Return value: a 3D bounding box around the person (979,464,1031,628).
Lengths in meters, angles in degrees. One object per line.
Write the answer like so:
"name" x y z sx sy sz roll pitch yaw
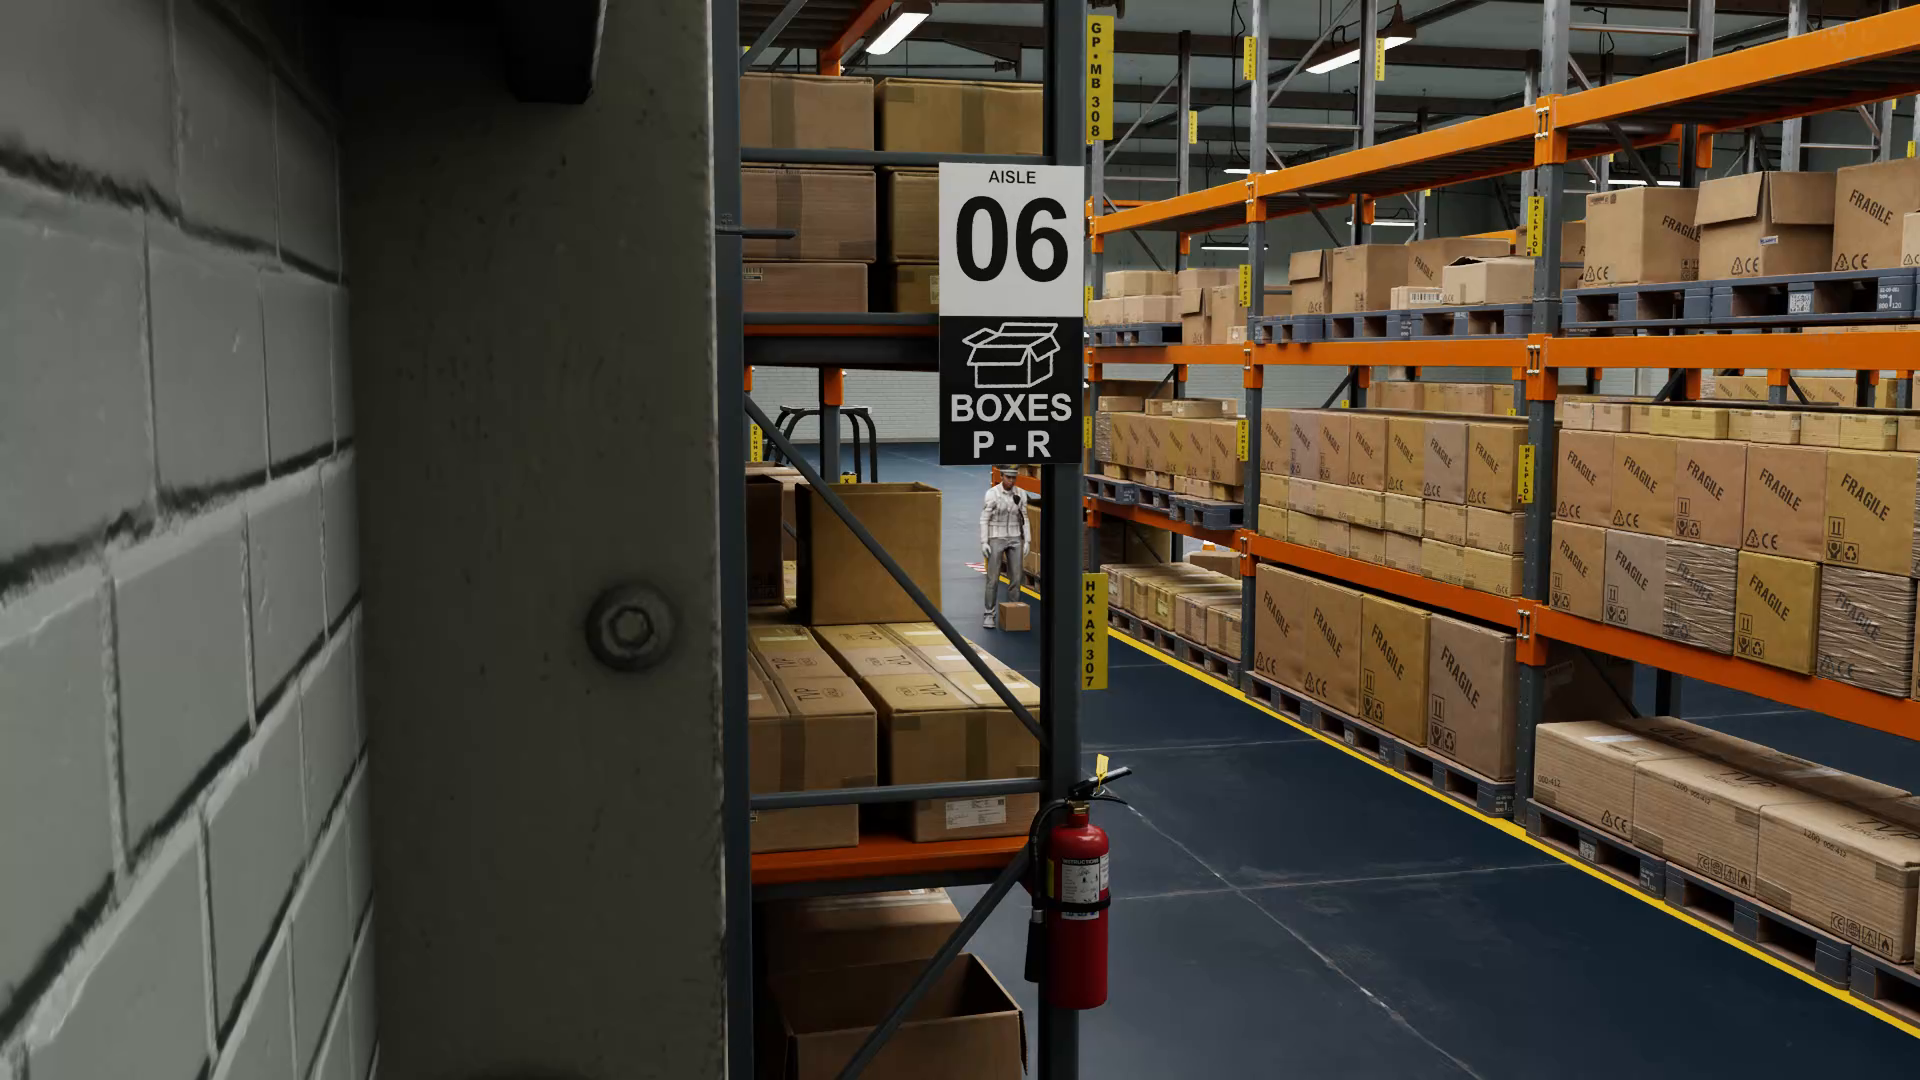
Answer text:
"person" 0.459 0.038 16.759 0.529 1.663 0.372 -2 6 -14
